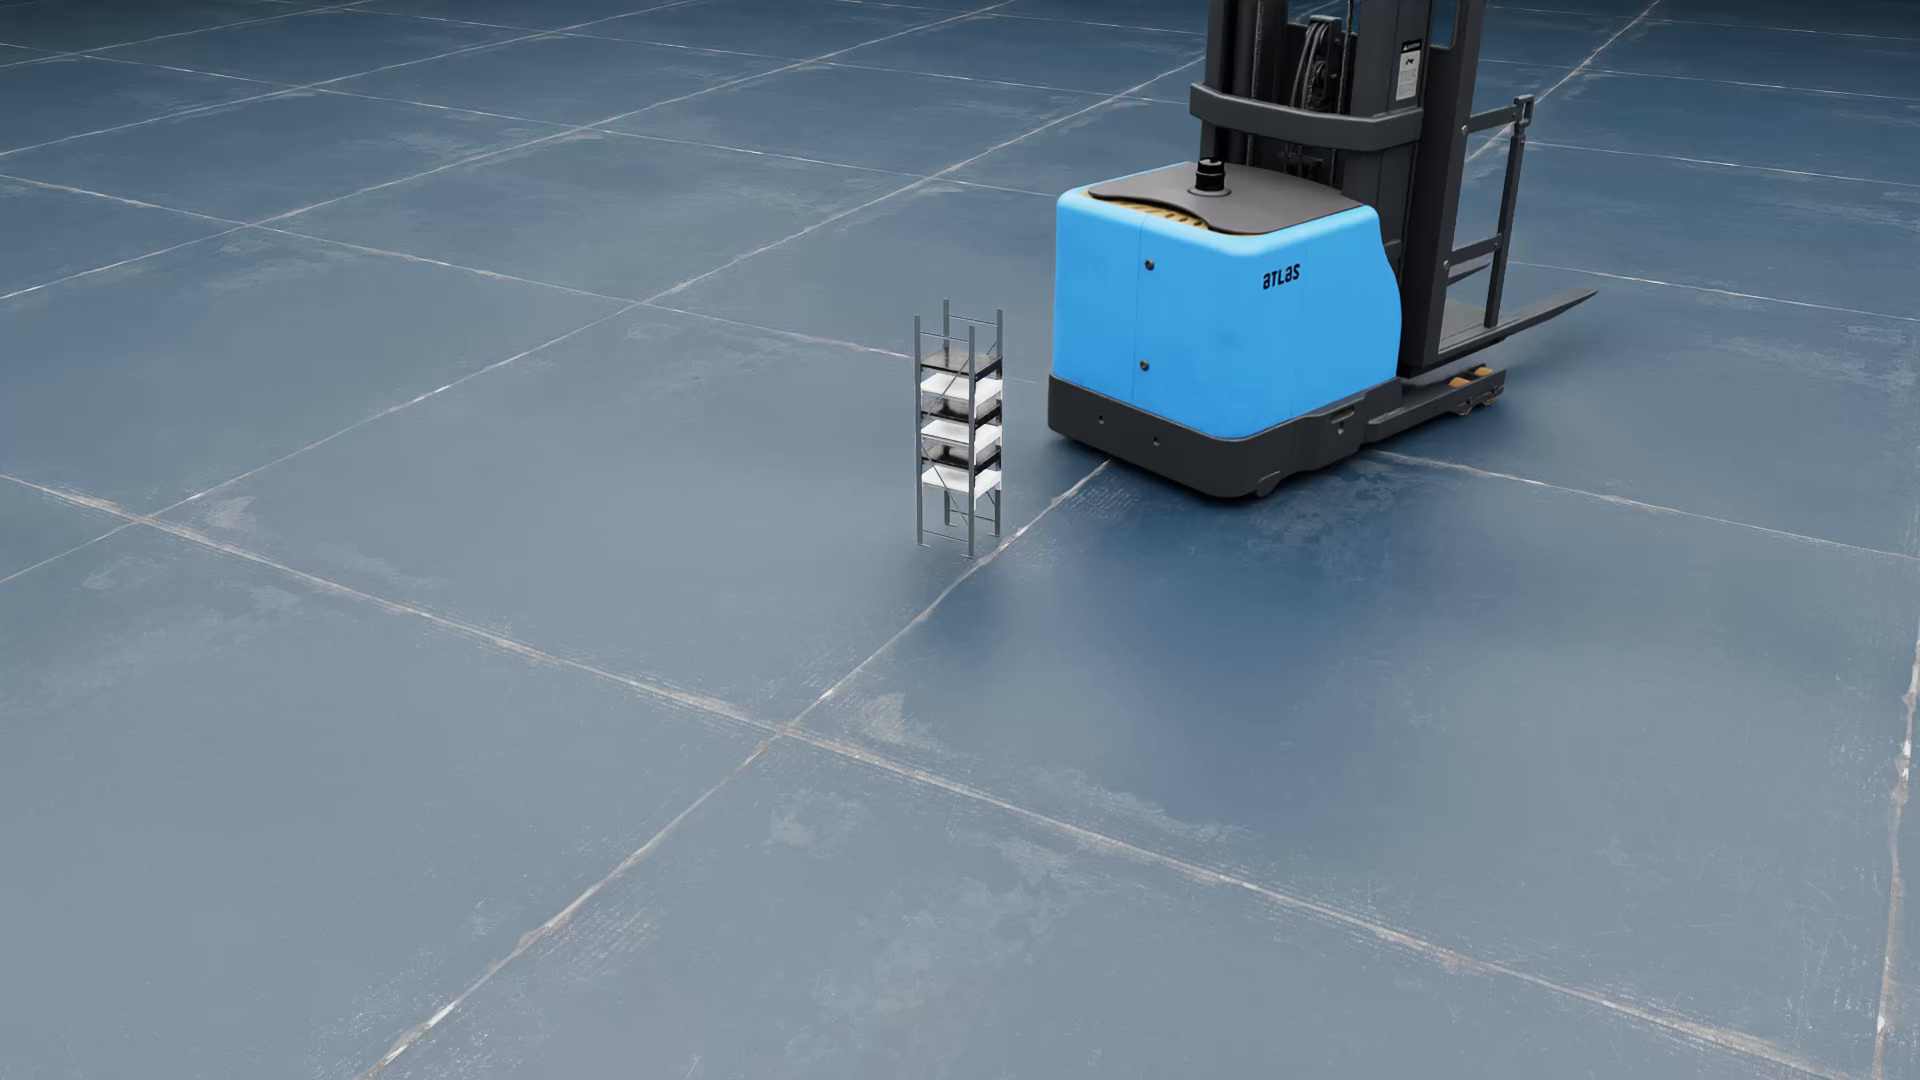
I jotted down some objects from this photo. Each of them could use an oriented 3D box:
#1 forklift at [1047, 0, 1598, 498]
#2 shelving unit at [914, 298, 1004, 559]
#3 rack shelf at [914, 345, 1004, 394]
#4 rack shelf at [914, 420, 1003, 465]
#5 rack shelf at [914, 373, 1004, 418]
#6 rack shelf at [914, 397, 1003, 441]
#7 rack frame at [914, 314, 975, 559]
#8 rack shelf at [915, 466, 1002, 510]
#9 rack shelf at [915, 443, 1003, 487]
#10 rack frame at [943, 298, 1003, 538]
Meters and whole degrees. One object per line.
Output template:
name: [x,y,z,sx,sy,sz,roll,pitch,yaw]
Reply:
forklift: [1.809,-2.015,7.001,3.031,2.935,1.130,-22,34,-36]
shelving unit: [-0.004,-0.399,6.042,0.258,0.900,0.210,14,30,26]
rack shelf: [-0.004,-0.611,5.936,0.258,0.077,0.200,14,30,26]
rack shelf: [-0.004,-0.369,6.057,0.258,0.077,0.200,14,30,26]
rack shelf: [-0.004,-0.530,5.977,0.258,0.077,0.200,14,30,26]
rack shelf: [-0.004,-0.450,6.017,0.258,0.077,0.200,14,30,26]
rack frame: [-0.054,-0.360,5.963,0.240,0.900,0.006,14,30,26]
rack shelf: [-0.004,-0.208,6.138,0.258,0.077,0.200,14,30,26]
rack shelf: [-0.004,-0.289,6.097,0.258,0.077,0.200,14,30,26]
rack frame: [0.046,-0.439,6.121,0.240,0.900,0.006,14,30,26]
